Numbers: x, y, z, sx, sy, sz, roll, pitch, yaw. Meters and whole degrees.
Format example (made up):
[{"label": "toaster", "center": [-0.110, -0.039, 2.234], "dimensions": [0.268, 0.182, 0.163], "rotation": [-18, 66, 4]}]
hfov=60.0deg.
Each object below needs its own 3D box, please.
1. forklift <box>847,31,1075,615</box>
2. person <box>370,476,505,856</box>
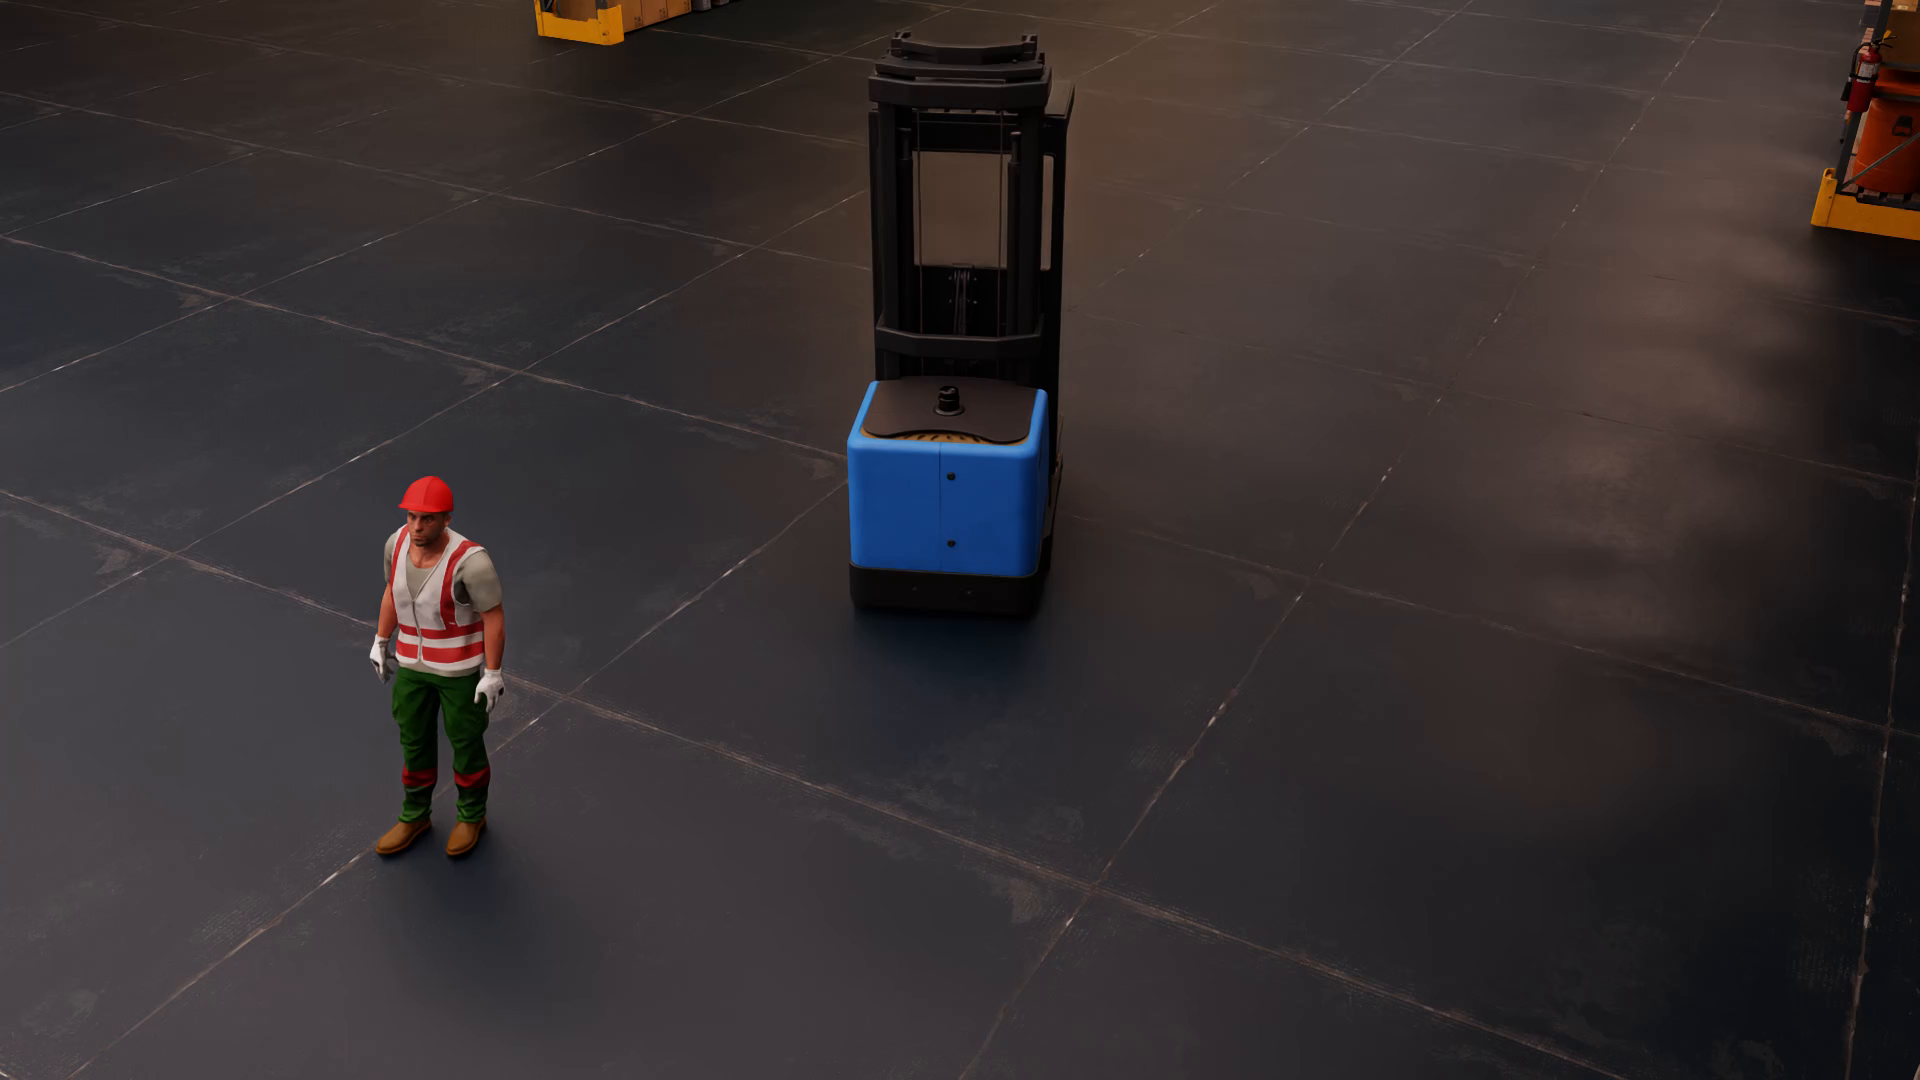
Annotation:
[{"label": "forklift", "center": [0.072, -1.572, 9.794], "dimensions": [1.130, 2.935, 3.031], "rotation": [3, 30, 6]}, {"label": "person", "center": [-2.294, 0.574, 7.208], "dimensions": [0.637, 1.790, 0.552], "rotation": [10, 31, 17]}]
